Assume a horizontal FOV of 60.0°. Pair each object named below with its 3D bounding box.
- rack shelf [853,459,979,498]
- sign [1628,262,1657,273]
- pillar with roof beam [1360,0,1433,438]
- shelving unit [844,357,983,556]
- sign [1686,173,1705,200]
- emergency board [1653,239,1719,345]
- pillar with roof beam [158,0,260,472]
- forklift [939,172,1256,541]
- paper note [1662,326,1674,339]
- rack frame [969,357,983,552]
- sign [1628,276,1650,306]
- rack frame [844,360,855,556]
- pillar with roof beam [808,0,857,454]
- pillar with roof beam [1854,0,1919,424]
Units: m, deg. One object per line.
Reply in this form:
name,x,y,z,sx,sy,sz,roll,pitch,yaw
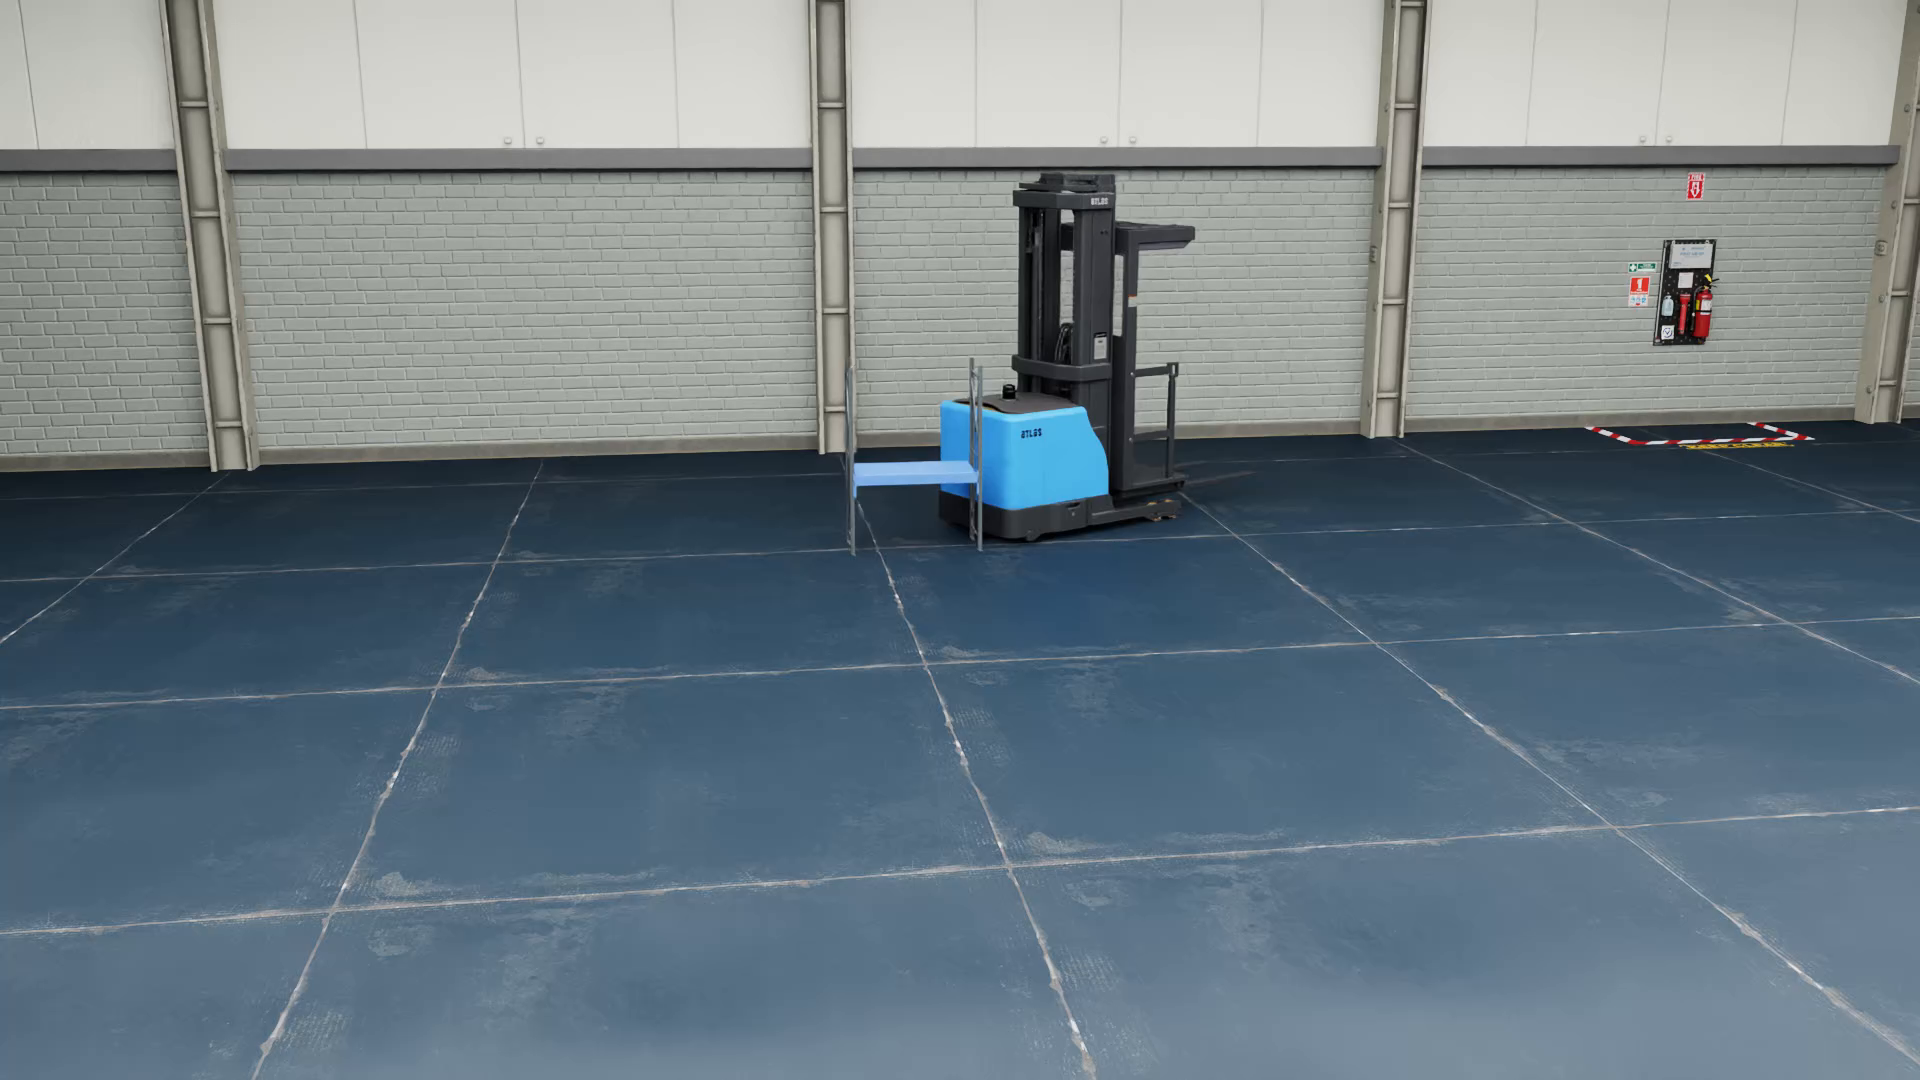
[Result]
rack shelf,-0.376,-0.500,13.372,1.000,0.185,0.538,-2,14,-7
sign,7.571,-3.024,18.449,0.331,0.109,0.001,-2,14,-8
pillar with roof beam,5.284,-4.484,13.102,0.400,9.000,9.100,-2,14,-8
shelving unit,-0.376,-0.674,13.328,1.048,1.500,0.538,-2,14,-7
sign,8.104,-3.895,18.319,0.199,0.298,0.001,-2,14,-8
emergency board,8.127,-2.747,18.507,0.643,1.169,0.194,-2,14,-8
pillar with roof beam,-6.582,-4.049,11.368,0.400,9.000,9.100,-2,14,-8
forklift,1.306,-1.673,14.366,3.031,2.935,1.130,-10,17,-35
paper note,7.942,-2.329,18.655,0.142,0.148,0.016,-2,14,-8
rack frame,0.128,-0.691,13.394,0.032,1.500,0.500,-2,14,-7
sign,7.565,-2.769,18.522,0.234,0.329,0.001,-2,14,-8
rack frame,-0.880,-0.658,13.262,0.032,1.500,0.500,-2,14,-7
pillar with roof beam,-0.649,-4.266,12.235,0.400,9.000,9.100,-2,14,-8
pillar with roof beam,11.218,-4.701,13.969,0.400,9.000,9.100,-2,14,-8
